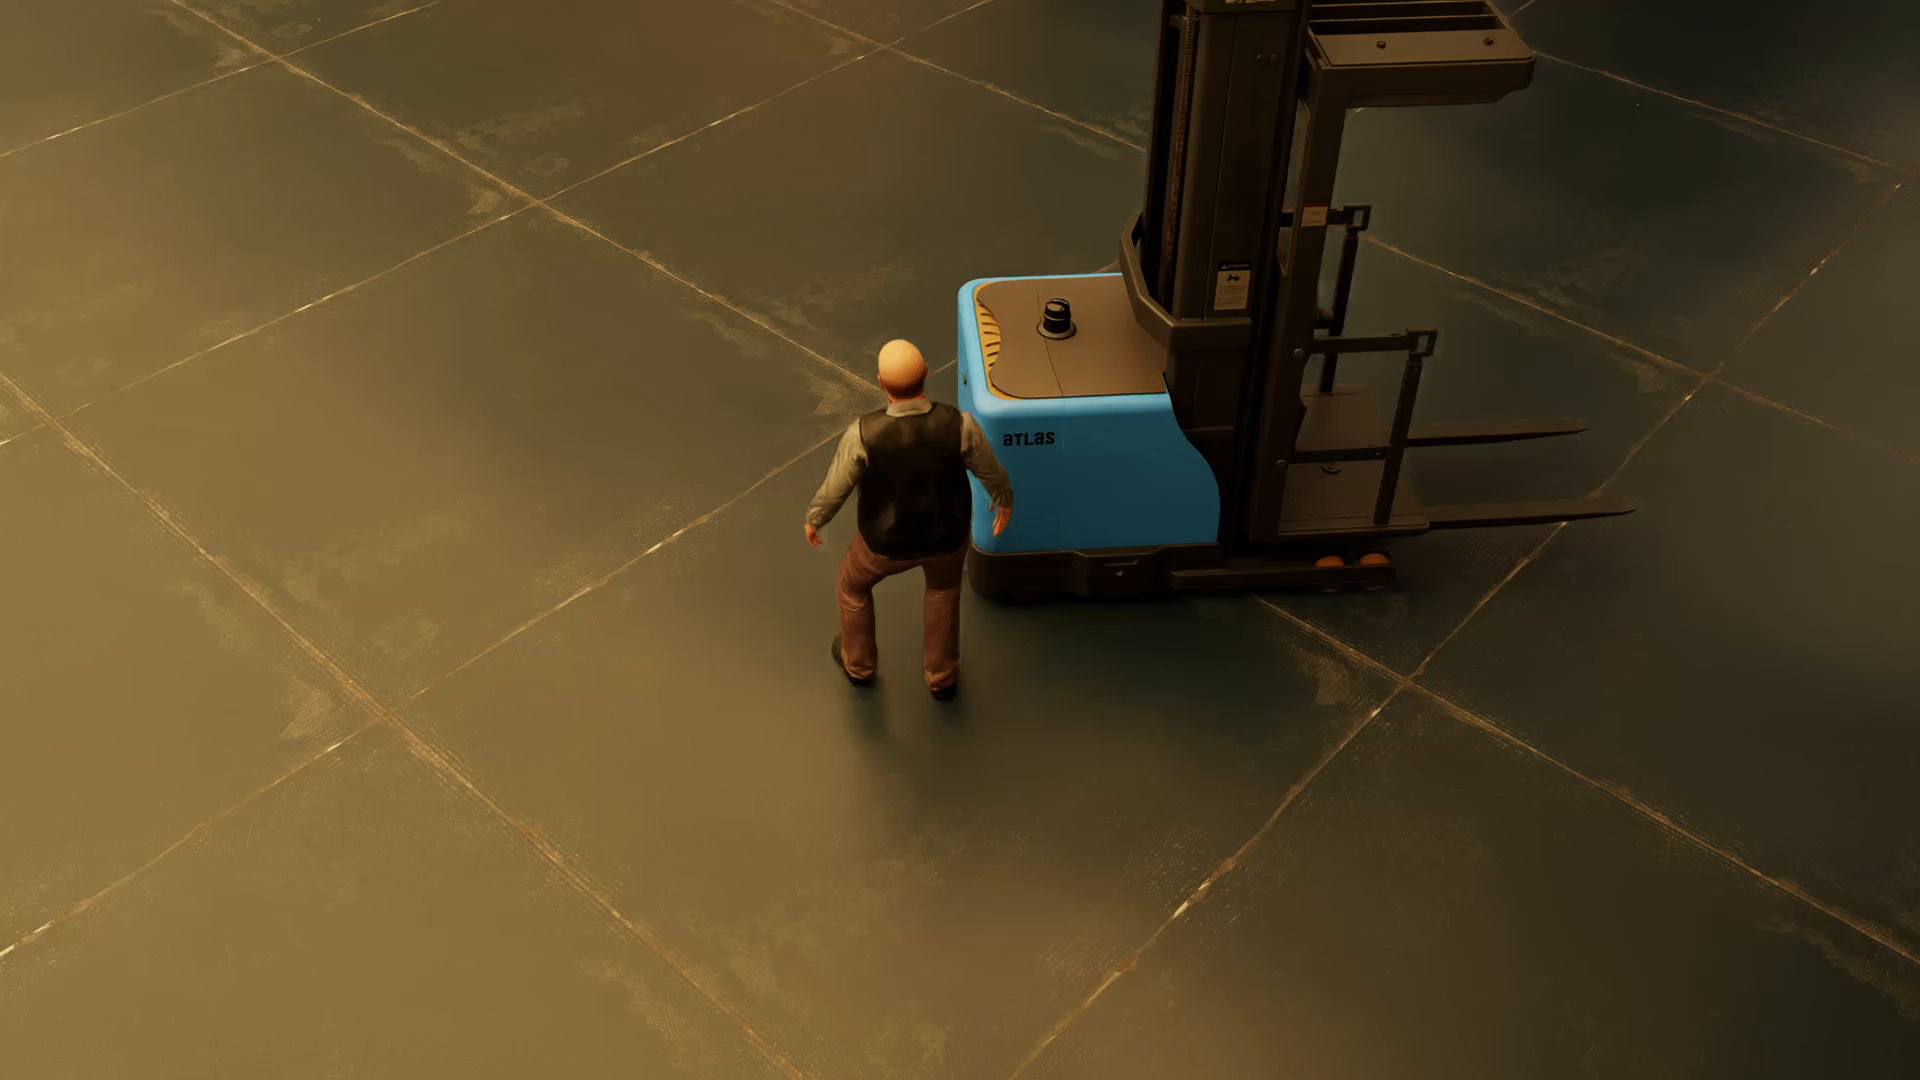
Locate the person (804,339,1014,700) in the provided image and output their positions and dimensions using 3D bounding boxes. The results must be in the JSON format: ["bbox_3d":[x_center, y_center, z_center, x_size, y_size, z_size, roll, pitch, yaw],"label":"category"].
[{"bbox_3d":[-0.199,-0.074,6.484,0.814,1.688,0.482,-6,41,-7],"label":"person"}]

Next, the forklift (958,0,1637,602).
[{"bbox_3d":[1.521,-1.222,6.852,3.031,2.935,1.130,-3,41,-3],"label":"forklift"}]
